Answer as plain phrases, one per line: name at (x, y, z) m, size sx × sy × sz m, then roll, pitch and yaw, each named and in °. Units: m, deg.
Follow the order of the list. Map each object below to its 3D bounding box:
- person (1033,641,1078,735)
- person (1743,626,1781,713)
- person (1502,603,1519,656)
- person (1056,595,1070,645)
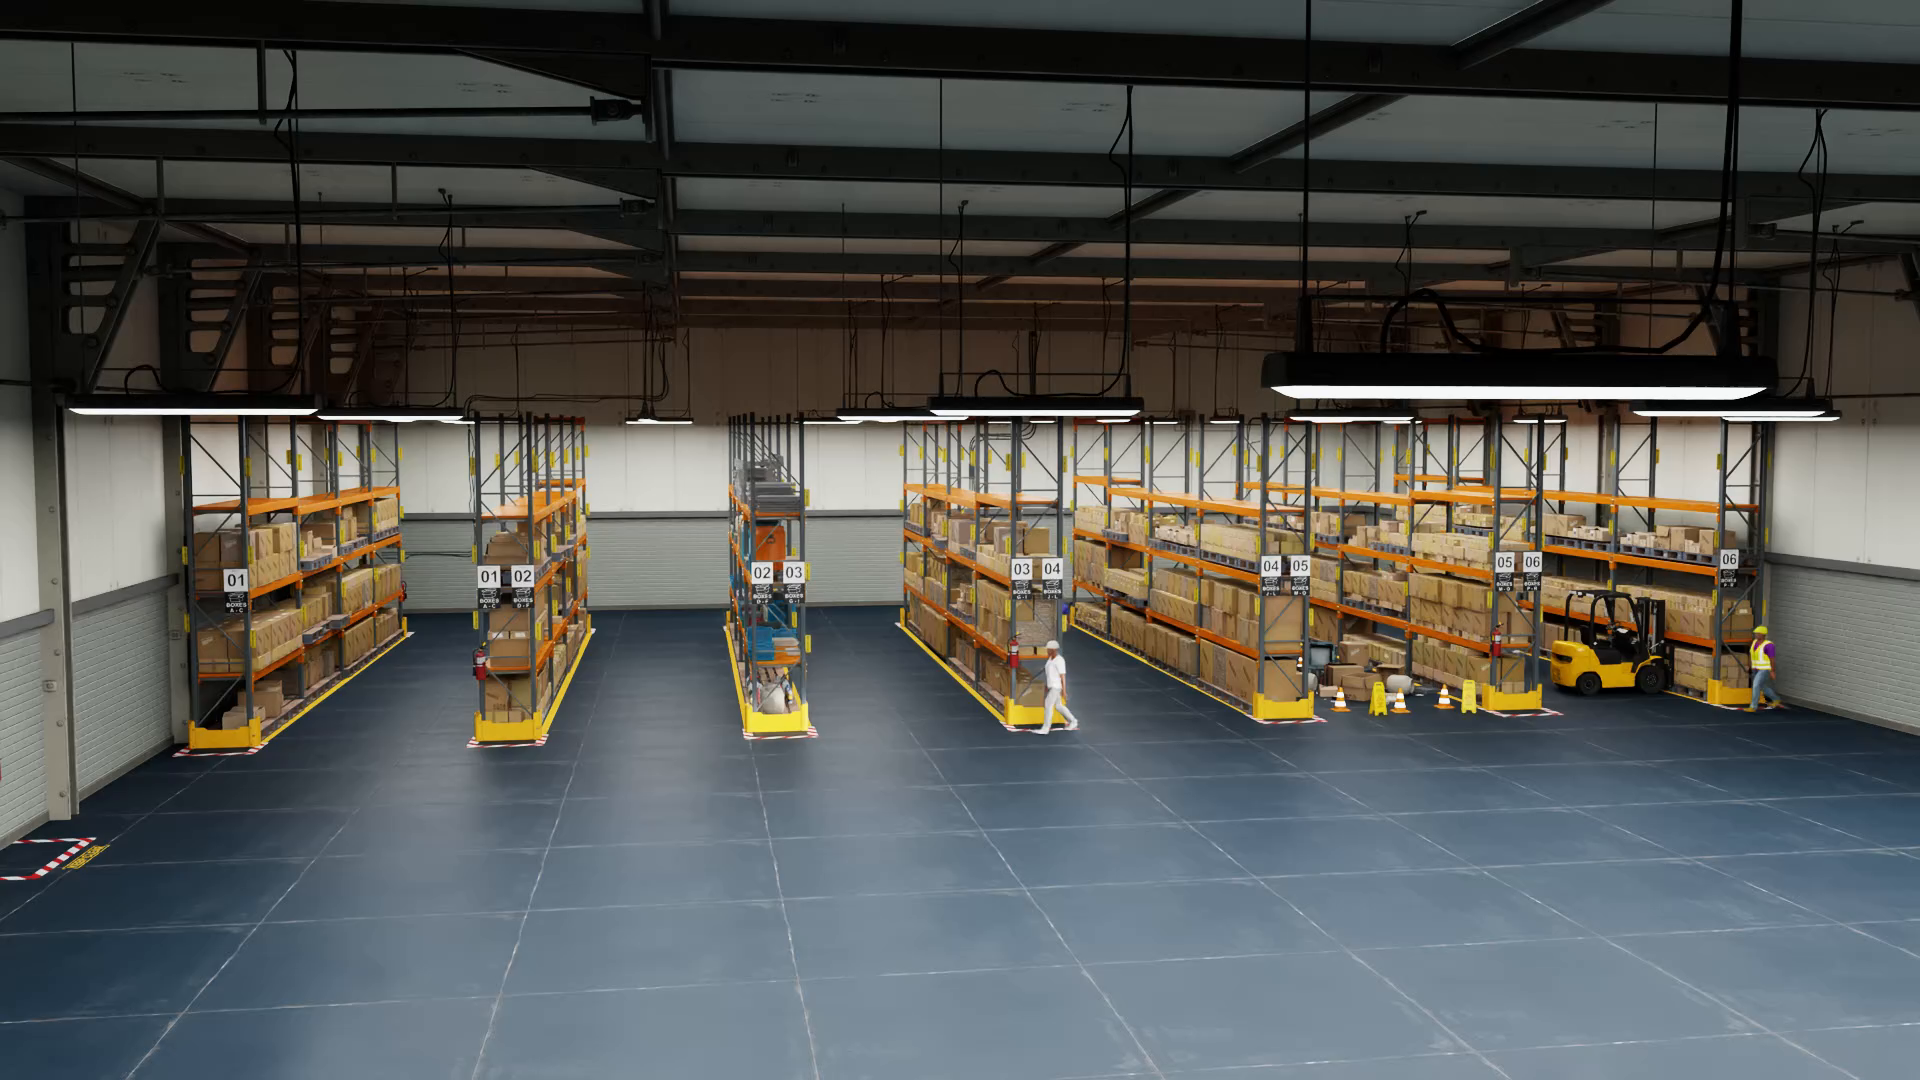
person at (1.787, 2.746, 31.097) m, size 0.911 × 1.746 × 0.630 m, roll -1°, pitch 4°, yaw -10°
person at (16.111, 2.586, 33.372) m, size 0.989 × 1.732 × 0.606 m, roll -1°, pitch 4°, yaw -15°
person at (13.310, 2.113, 40.129) m, size 0.511 × 1.807 × 0.543 m, roll -2°, pitch 4°, yaw -22°
person at (2.487, 2.113, 40.945) m, size 0.431 × 1.578 × 1.026 m, roll -1°, pitch 4°, yaw -12°
